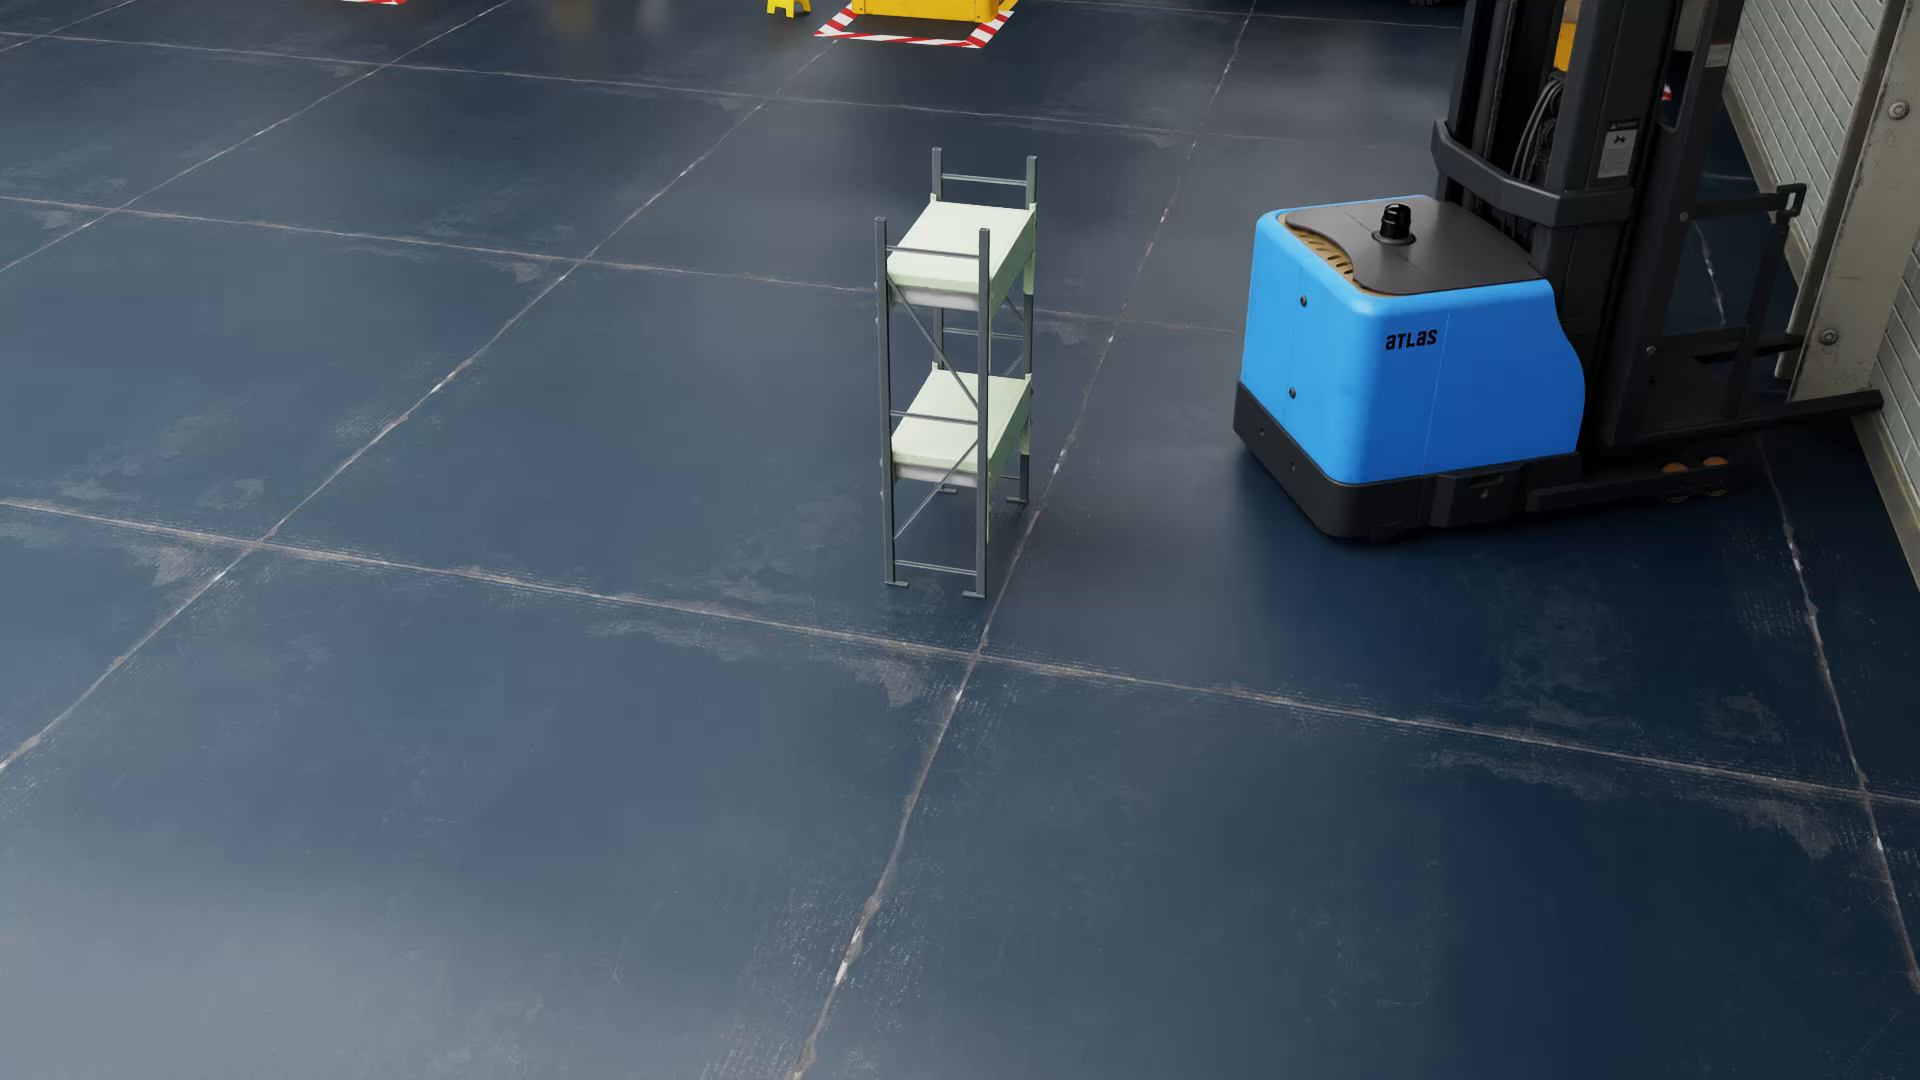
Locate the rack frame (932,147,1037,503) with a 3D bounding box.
[{"bbox_3d":[0.091,-0.819,6.641,0.400,1.500,0.023,8,33,12],"label":"rack frame"}]

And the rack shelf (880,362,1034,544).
[{"bbox_3d":[-0.002,-0.354,6.517,0.431,0.370,0.720,8,33,12],"label":"rack shelf"}]

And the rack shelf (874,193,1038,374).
[{"bbox_3d":[-0.002,-0.959,6.133,0.431,0.370,0.720,8,33,12],"label":"rack shelf"}]

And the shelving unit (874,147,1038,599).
[{"bbox_3d":[-0.002,-0.629,6.342,0.431,1.500,0.755,8,33,12],"label":"shelving unit"}]

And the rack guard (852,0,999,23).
[{"bbox_3d":[-0.283,-4.484,13.337,1.175,0.500,0.348,8,33,12],"label":"rack guard"}]

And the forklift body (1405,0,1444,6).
[{"bbox_3d":[3.217,-5.700,13.711,2.313,2.155,1.214,8,33,12],"label":"forklift body"}]

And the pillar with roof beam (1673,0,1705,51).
[{"bbox_3d":[1.385,-8.182,11.233,9.100,9.000,0.400,8,33,12],"label":"pillar with roof beam"}]

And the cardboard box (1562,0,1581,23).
[{"bbox_3d":[4.814,-4.071,12.529,0.500,0.250,0.500,8,33,13],"label":"cardboard box"}]

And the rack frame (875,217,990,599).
[{"bbox_3d":[-0.095,-0.440,6.043,0.400,1.500,0.023,8,33,12],"label":"rack frame"}]

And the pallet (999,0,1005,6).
[{"bbox_3d":[-0.042,-4.779,14.071,1.003,0.211,1.213,8,33,12],"label":"pallet"}]

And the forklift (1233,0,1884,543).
[{"bbox_3d":[2.788,-1.659,6.627,3.031,2.935,1.130,-8,33,-13],"label":"forklift"}]

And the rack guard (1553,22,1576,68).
[{"bbox_3d":[4.494,-3.758,12.196,1.175,0.500,0.348,8,33,12],"label":"rack guard"}]

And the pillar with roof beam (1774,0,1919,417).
[{"bbox_3d":[-0.138,-5.068,6.335,9.100,9.000,0.400,8,33,12],"label":"pillar with roof beam"}]

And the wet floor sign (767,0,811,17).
[{"bbox_3d":[-1.385,-4.553,13.310,0.267,0.644,0.232,20,38,29],"label":"wet floor sign"}]
